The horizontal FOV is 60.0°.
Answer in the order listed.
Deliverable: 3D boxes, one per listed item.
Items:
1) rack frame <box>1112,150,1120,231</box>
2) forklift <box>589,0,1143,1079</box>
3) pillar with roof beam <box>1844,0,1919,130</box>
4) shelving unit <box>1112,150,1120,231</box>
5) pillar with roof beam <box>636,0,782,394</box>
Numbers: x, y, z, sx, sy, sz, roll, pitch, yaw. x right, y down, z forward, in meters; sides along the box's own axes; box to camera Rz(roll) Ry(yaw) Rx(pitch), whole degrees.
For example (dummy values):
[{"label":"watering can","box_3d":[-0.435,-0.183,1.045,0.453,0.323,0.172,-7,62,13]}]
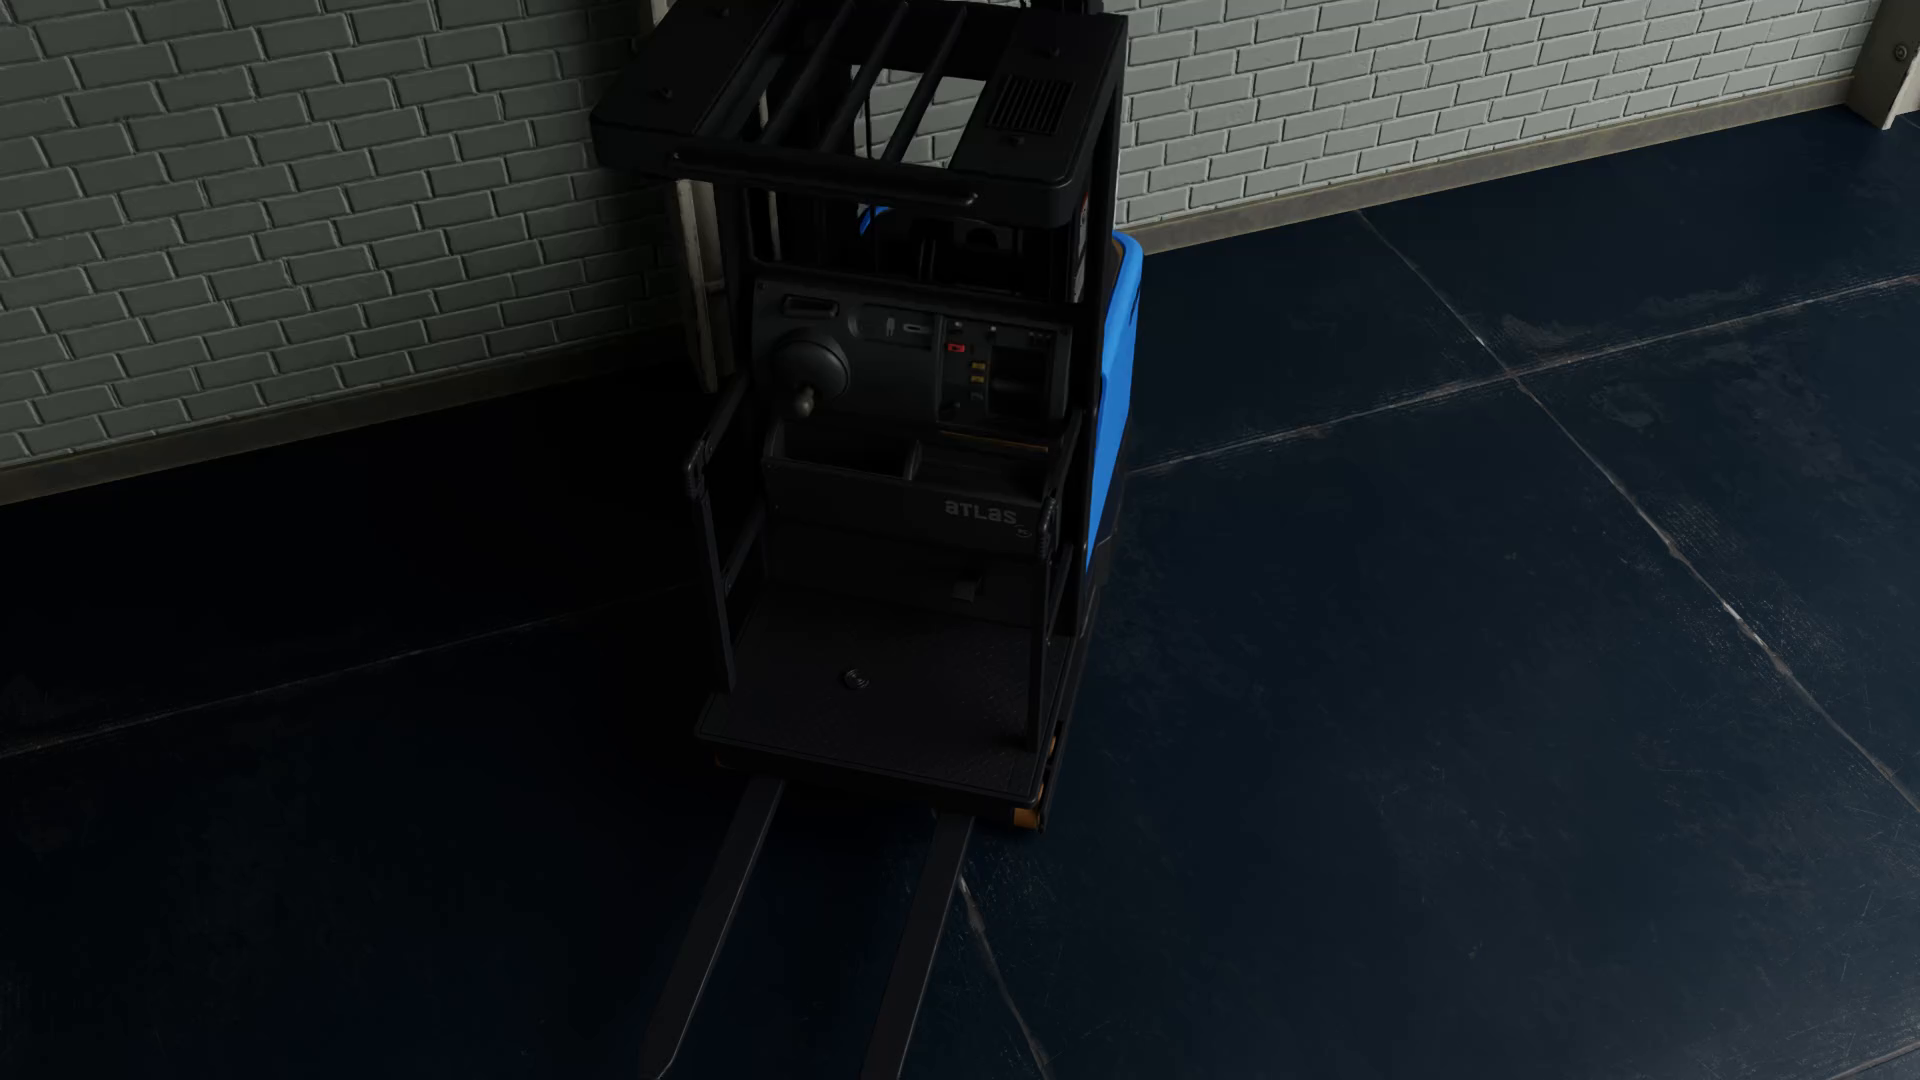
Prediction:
[{"label":"rack frame","box_3d":[0.538,-0.889,6.289,0.015,1.200,0.240,10,46,10]},{"label":"forklift","box_3d":[-0.193,-0.414,4.593,1.130,2.935,3.031,10,46,10]},{"label":"pillar with roof beam","box_3d":[6.188,-2.503,2.391,0.400,9.000,9.100,-14,47,-14]},{"label":"shelving unit","box_3d":[0.300,-0.930,6.330,0.503,1.200,0.258,10,46,10]},{"label":"pillar with roof beam","box_3d":[0.545,-1.060,0.953,0.400,9.000,9.100,-14,47,-14]}]
